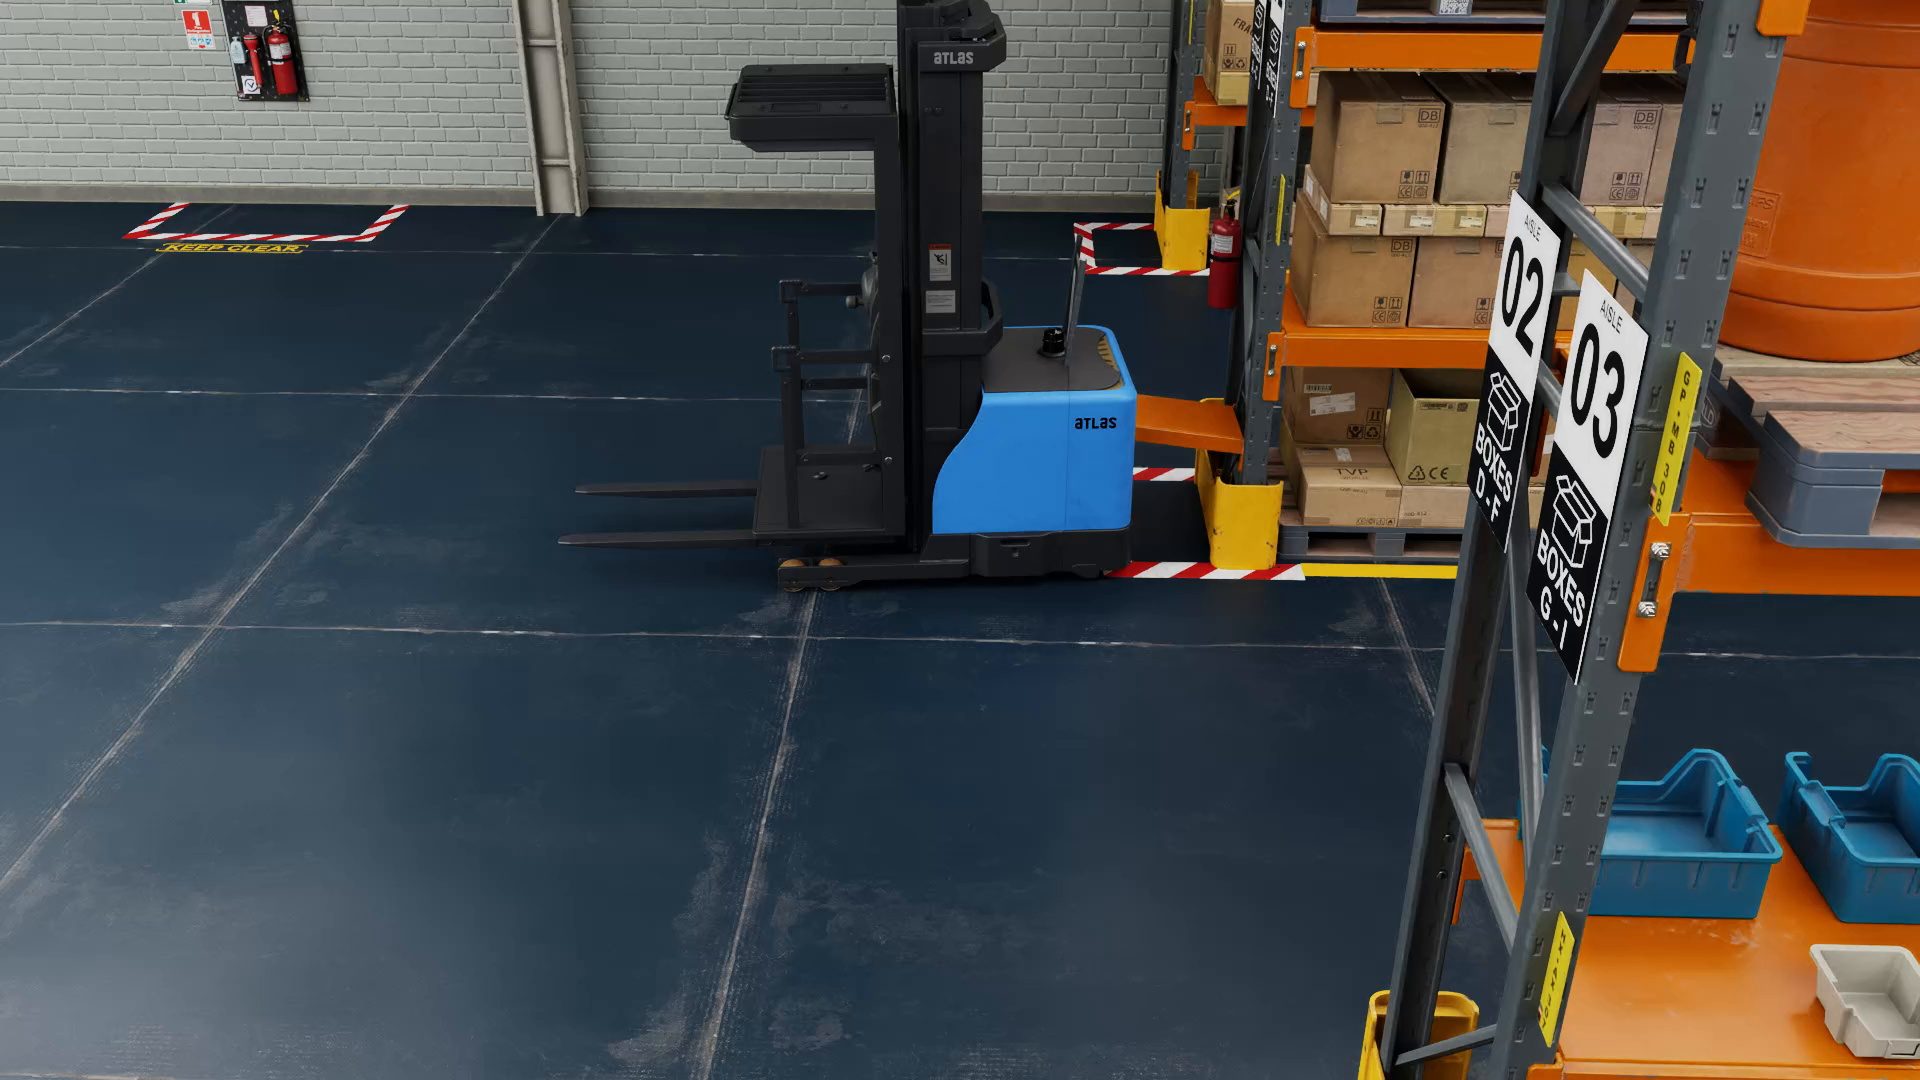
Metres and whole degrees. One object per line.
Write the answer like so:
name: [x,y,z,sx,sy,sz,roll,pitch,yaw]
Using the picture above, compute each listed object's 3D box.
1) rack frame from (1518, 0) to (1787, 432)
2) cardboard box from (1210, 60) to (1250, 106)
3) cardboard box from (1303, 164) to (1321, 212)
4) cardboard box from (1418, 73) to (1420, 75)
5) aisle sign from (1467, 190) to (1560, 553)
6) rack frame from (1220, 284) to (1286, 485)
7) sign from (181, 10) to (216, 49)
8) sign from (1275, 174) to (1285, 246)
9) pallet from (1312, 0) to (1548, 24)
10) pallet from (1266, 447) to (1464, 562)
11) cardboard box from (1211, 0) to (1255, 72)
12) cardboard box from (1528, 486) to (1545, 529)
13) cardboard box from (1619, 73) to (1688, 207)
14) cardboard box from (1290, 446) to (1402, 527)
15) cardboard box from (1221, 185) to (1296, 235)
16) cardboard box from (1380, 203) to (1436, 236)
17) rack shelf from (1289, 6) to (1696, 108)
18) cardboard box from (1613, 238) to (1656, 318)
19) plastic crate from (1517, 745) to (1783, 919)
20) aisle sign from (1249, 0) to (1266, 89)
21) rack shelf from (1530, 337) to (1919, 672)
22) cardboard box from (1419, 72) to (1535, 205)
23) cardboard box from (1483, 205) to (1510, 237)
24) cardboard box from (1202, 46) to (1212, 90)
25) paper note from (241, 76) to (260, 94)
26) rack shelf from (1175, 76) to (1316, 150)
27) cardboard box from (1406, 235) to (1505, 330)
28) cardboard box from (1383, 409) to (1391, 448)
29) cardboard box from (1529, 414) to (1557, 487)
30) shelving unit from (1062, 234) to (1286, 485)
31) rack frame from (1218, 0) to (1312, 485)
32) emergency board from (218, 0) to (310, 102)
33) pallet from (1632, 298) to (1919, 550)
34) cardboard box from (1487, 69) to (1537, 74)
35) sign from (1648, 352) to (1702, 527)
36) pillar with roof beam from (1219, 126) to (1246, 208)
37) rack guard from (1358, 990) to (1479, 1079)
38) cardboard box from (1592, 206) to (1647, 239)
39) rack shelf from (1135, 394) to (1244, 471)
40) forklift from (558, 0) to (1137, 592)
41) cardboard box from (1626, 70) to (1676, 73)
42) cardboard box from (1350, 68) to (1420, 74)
rack frame: [1.397,-1.771,2.982,0.127,3.000,1.000,1,28,2]
cardboard box: [2.223,-3.543,12.870,0.500,0.250,0.500,0,28,0]
cardboard box: [1.964,-1.852,8.742,0.250,0.149,0.380,0,28,1]
cardboard box: [3.251,-3.530,12.845,0.500,0.250,0.500,1,28,1]
aisle sign: [1.335,-0.409,4.043,0.004,0.787,0.394,1,28,2]
rack frame: [1.547,-0.719,8.937,0.032,1.500,0.500,7,26,-2]
sign: [-6.537,-4.382,14.275,0.234,0.329,0.001,1,28,2]
sign: [1.550,-1.596,8.050,0.005,0.325,0.100,1,28,2]
pallet: [2.281,-2.701,8.034,1.213,0.211,1.003,1,28,2]
pallet: [2.341,-0.213,9.427,1.213,0.211,1.003,1,28,2]
cardboard box: [2.213,-3.882,12.710,0.500,0.500,0.500,1,28,2]
cardboard box: [3.103,-0.281,9.065,0.500,0.250,0.500,1,28,2]
cardboard box: [3.625,-2.019,8.364,0.500,0.500,0.700,1,28,2]
cardboard box: [2.104,-0.296,9.093,0.500,0.250,0.500,1,28,2]
cardboard box: [2.435,-2.710,13.561,0.500,0.311,0.500,-2,28,-4]
cardboard box: [2.224,-1.659,8.377,0.250,0.149,0.380,0,28,0]
rack shelf: [3.574,-2.413,8.164,4.000,0.370,1.077,1,28,2]
cardboard box: [3.589,-1.445,8.666,0.500,0.500,0.700,2,28,3]
plastic crate: [1.908,0.814,4.671,0.616,0.251,0.499,1,28,2]
aisle sign: [1.520,-2.726,8.413,0.004,0.787,0.394,1,28,2]
rack shelf: [3.396,-0.094,3.791,4.000,0.370,1.077,1,28,2]
cardboard box: [2.620,-2.035,8.394,0.500,0.500,0.700,0,28,0]
cardboard box: [2.725,-1.649,8.358,0.250,0.149,0.380,1,28,1]
cardboard box: [2.221,-3.783,13.322,0.500,0.250,0.500,1,28,3]
paper note: [-6.162,-3.954,14.448,0.142,0.148,0.016,1,28,2]
rack shelf: [3.745,-3.406,13.241,4.000,0.370,1.077,1,28,2]
cardboard box: [2.567,-1.462,8.699,0.500,0.500,0.700,2,28,3]
cardboard box: [2.622,-0.536,9.546,0.500,0.250,0.500,1,28,2]
cardboard box: [3.103,-0.618,8.900,0.500,0.500,0.500,1,28,2]
shelving unit: [1.051,-0.779,8.921,1.083,1.500,0.587,7,26,-2]
rack frame: [1.575,-1.438,8.761,0.127,3.000,1.000,1,28,2]
emergency board: [-5.988,-4.308,14.175,0.643,1.169,0.194,1,28,2]
pallet: [2.220,-0.302,3.617,1.213,0.211,1.003,1,28,2]
cardboard box: [4.259,-3.847,12.642,0.500,0.500,0.500,0,28,0]
sign: [1.373,-0.192,3.197,0.005,0.325,0.100,1,28,2]
pillar with roof beam: [2.325,-4.786,8.671,0.400,9.000,9.100,1,28,2]
rack guard: [1.475,1.964,5.012,0.348,0.500,1.175,1,28,2]
cardboard box: [3.247,-1.642,8.345,0.250,0.149,0.380,1,28,1]
rack shelf: [1.020,-0.620,8.999,1.000,0.185,0.538,7,26,-2]
forklift: [-0.623,-1.279,8.533,3.031,2.935,1.130,-2,28,-3]
cardboard box: [5.261,-3.828,12.607,0.500,0.500,0.500,1,28,2]
cardboard box: [3.223,-3.858,12.664,0.500,0.500,0.500,0,28,0]
